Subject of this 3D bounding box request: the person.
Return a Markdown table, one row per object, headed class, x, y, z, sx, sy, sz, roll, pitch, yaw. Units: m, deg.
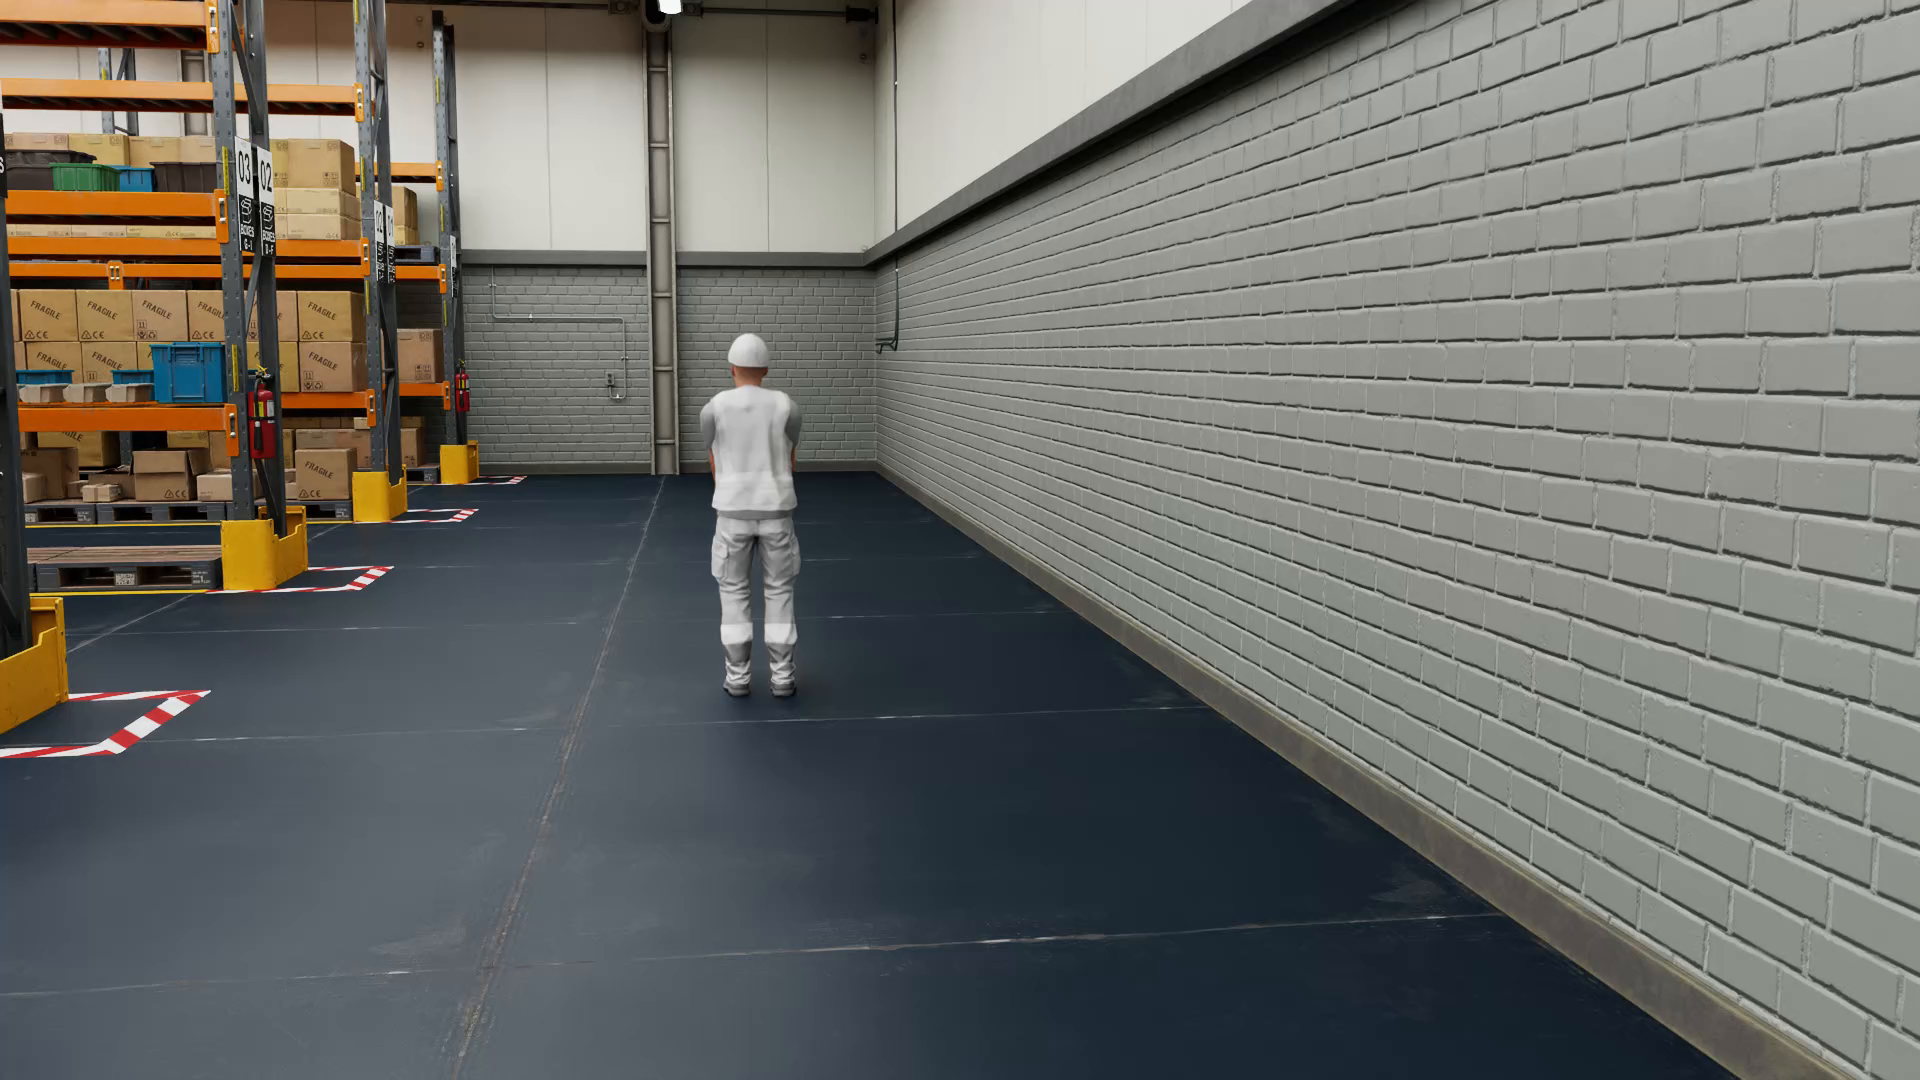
| class | x | y | z | sx | sy | sz | roll | pitch | yaw |
| --- | --- | --- | --- | --- | --- | --- | --- | --- | --- |
| person | -1.036 | -0.132 | 8.281 | 0.495 | 1.786 | 0.558 | -1 | 6 | -8 |
